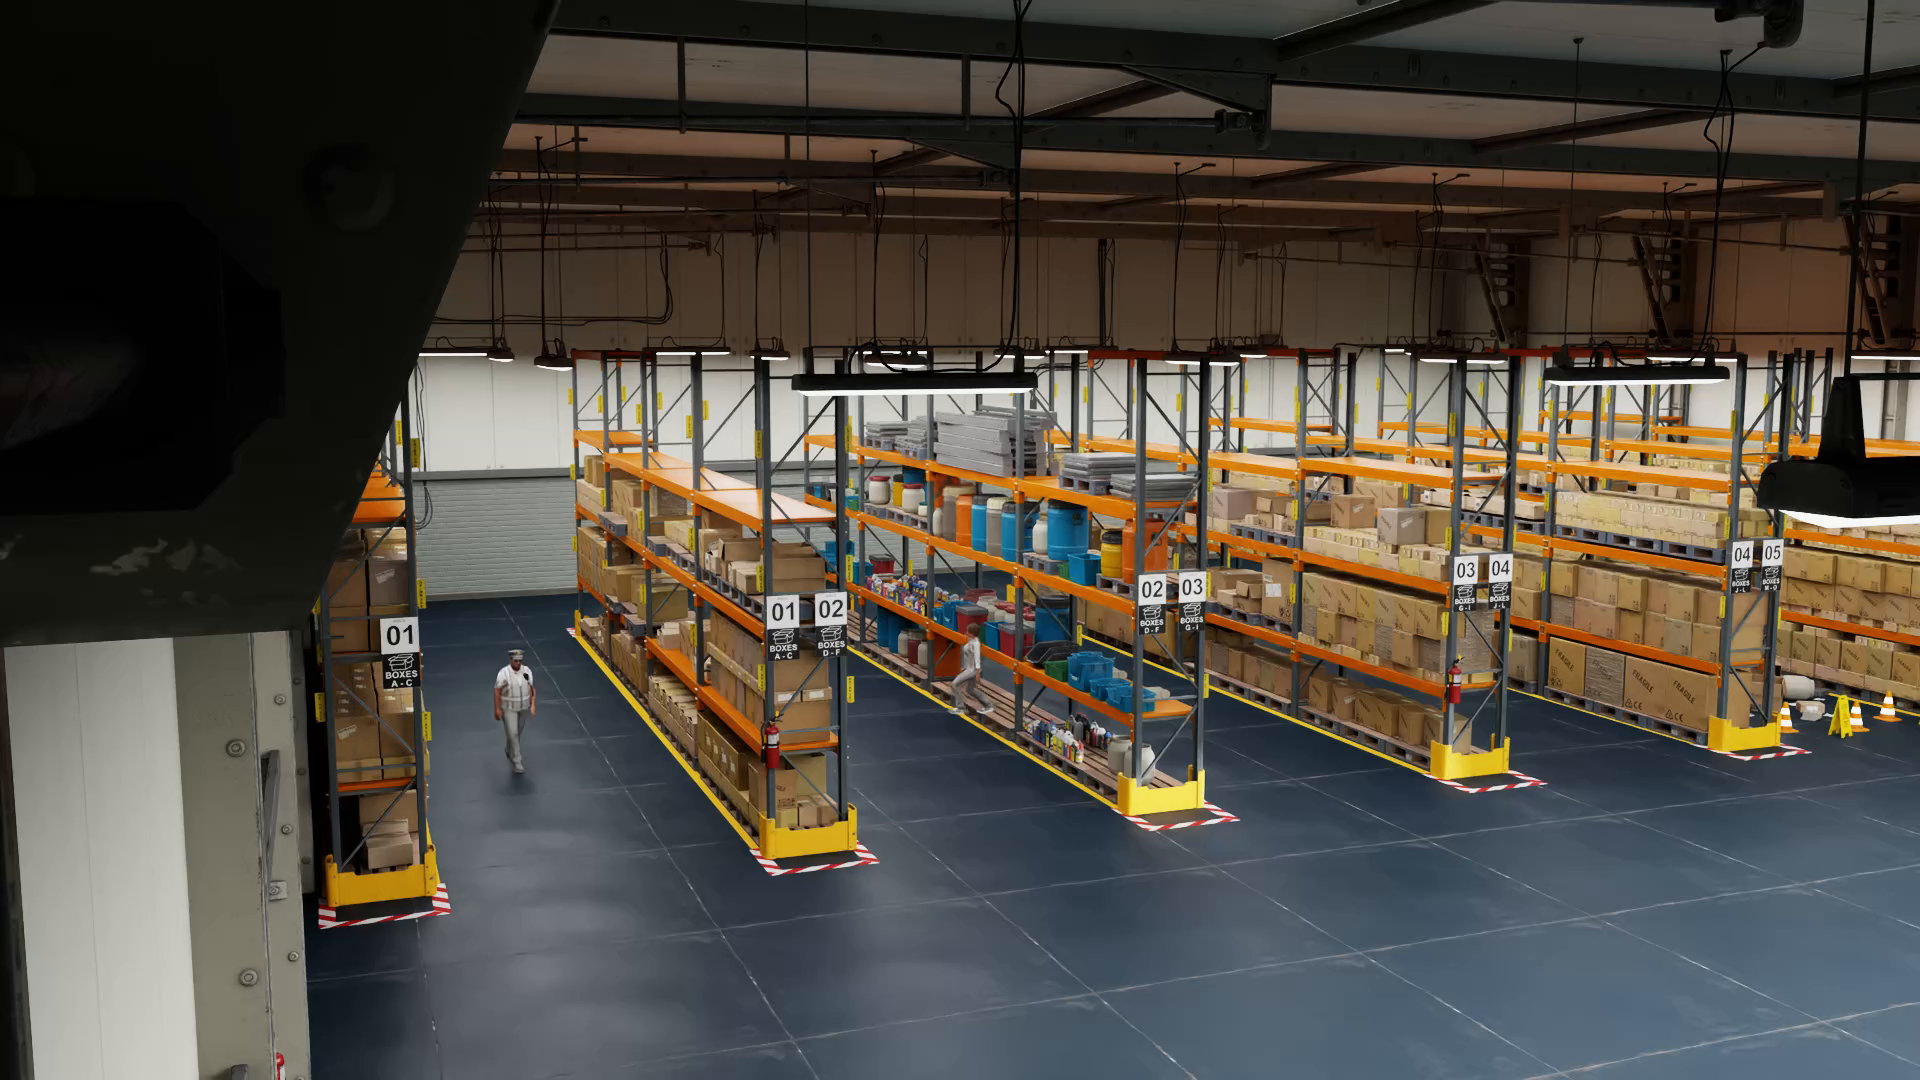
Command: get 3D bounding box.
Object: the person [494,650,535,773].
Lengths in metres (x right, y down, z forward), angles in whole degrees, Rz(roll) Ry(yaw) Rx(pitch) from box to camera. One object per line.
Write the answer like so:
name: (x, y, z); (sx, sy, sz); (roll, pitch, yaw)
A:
person: (-6.469, 2.447, 24.285); (0.946, 1.712, 0.556); (7, 10, 43)

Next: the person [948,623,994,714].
person: (0.176, 2.046, 26.448); (0.726, 1.474, 0.429); (0, 7, 3)

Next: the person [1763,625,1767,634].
person: (16.048, 1.345, 33.092); (0.614, 1.775, 0.602); (-3, 8, -22)
